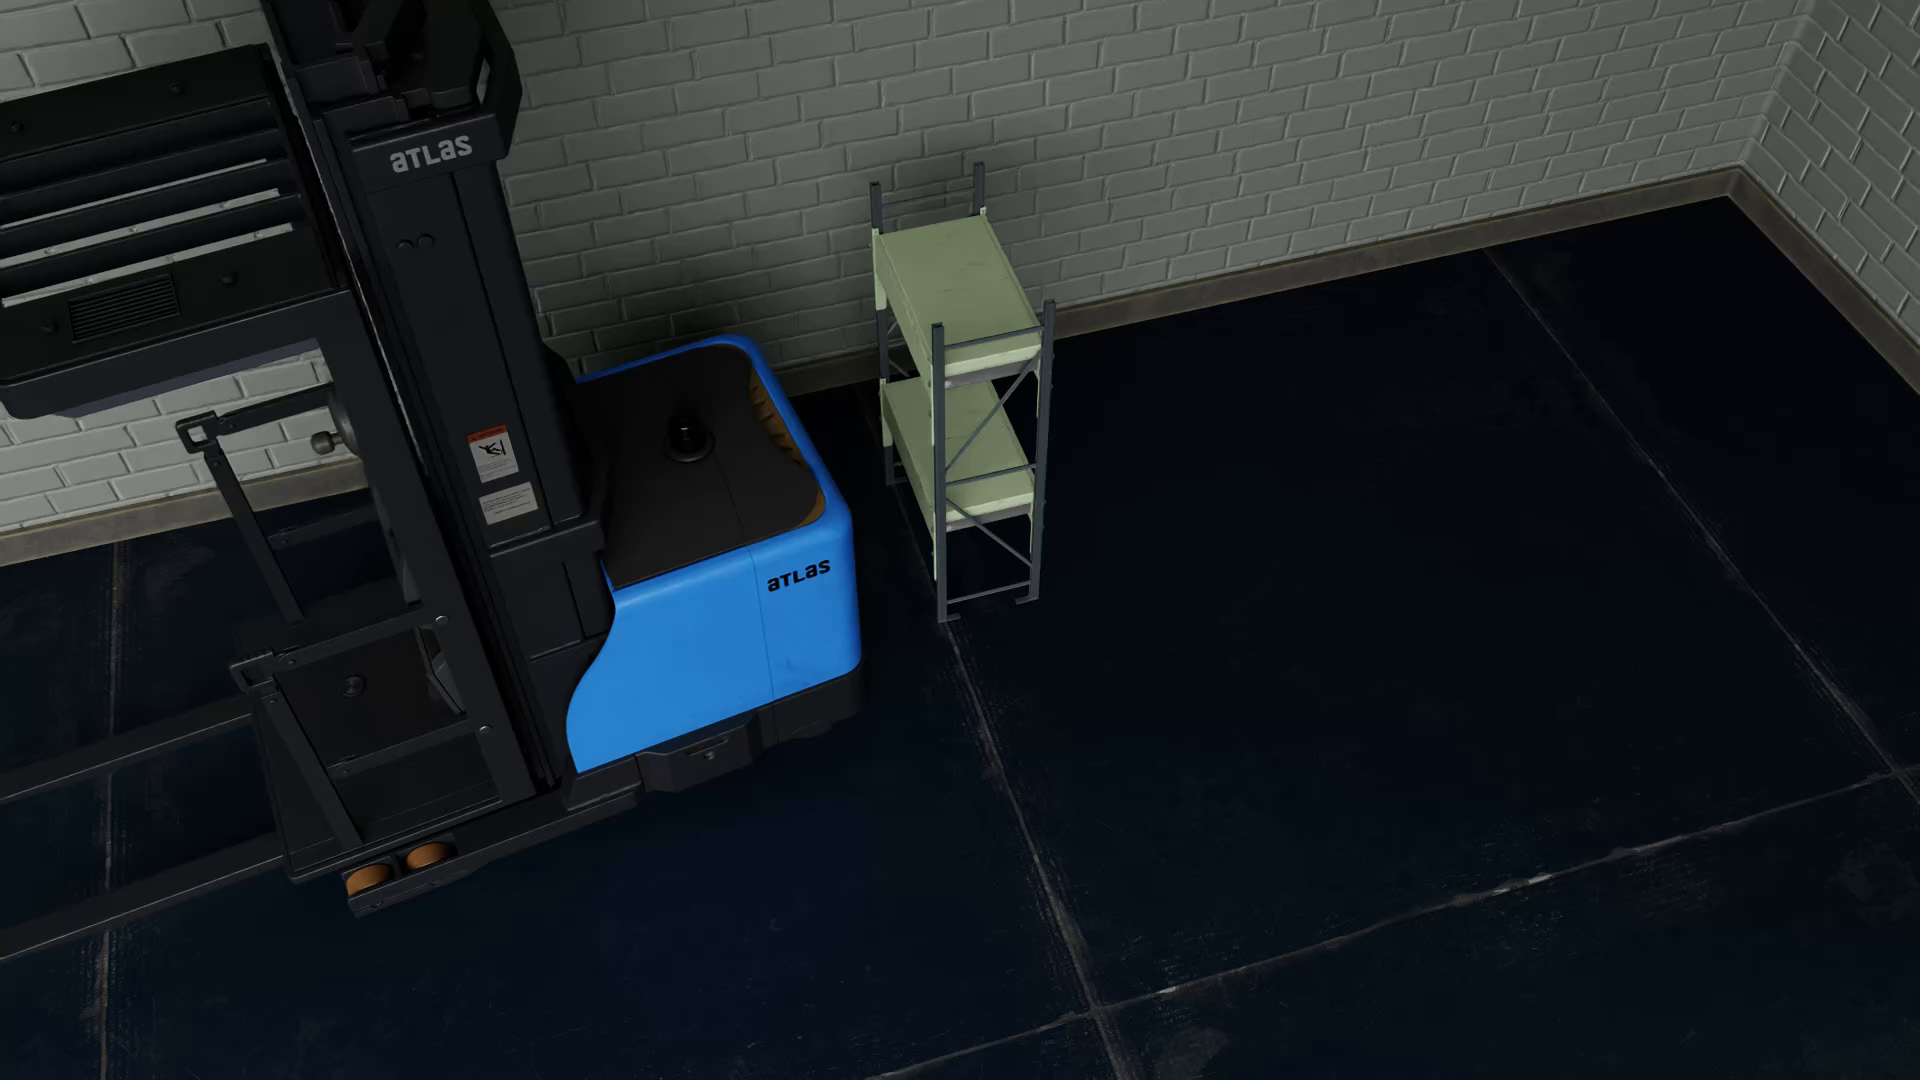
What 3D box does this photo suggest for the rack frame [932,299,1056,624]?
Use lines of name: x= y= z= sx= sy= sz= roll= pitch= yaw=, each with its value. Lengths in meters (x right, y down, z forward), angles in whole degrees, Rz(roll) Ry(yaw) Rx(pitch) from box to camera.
rack frame: x=0.106 y=-0.221 z=5.745 sx=0.400 sy=1.500 sz=0.023 roll=-13 pitch=51 yaw=-11

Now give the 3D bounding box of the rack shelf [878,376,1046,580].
rack shelf: x=-0.002 y=-0.278 z=6.220 sx=0.431 sy=0.370 sz=0.720 roll=-13 pitch=51 yaw=-11

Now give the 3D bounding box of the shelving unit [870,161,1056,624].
shelving unit: x=-0.002 y=-0.488 z=5.970 sx=0.431 sy=1.500 sz=0.755 roll=-13 pitch=51 yaw=-11

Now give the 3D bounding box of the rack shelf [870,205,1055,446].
rack shelf: x=-0.002 y=-0.740 z=5.672 sx=0.431 sy=0.370 sz=0.720 roll=-13 pitch=51 yaw=-11

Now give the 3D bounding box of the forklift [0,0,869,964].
forklift: x=-1.886 y=-0.182 z=4.776 sx=3.031 sy=2.935 sz=1.130 roll=-20 pitch=53 yaw=-16

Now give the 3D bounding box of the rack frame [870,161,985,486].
rack frame: x=-0.110 y=-0.756 z=6.196 sx=0.400 sy=1.500 sz=0.023 roll=-13 pitch=51 yaw=-11
